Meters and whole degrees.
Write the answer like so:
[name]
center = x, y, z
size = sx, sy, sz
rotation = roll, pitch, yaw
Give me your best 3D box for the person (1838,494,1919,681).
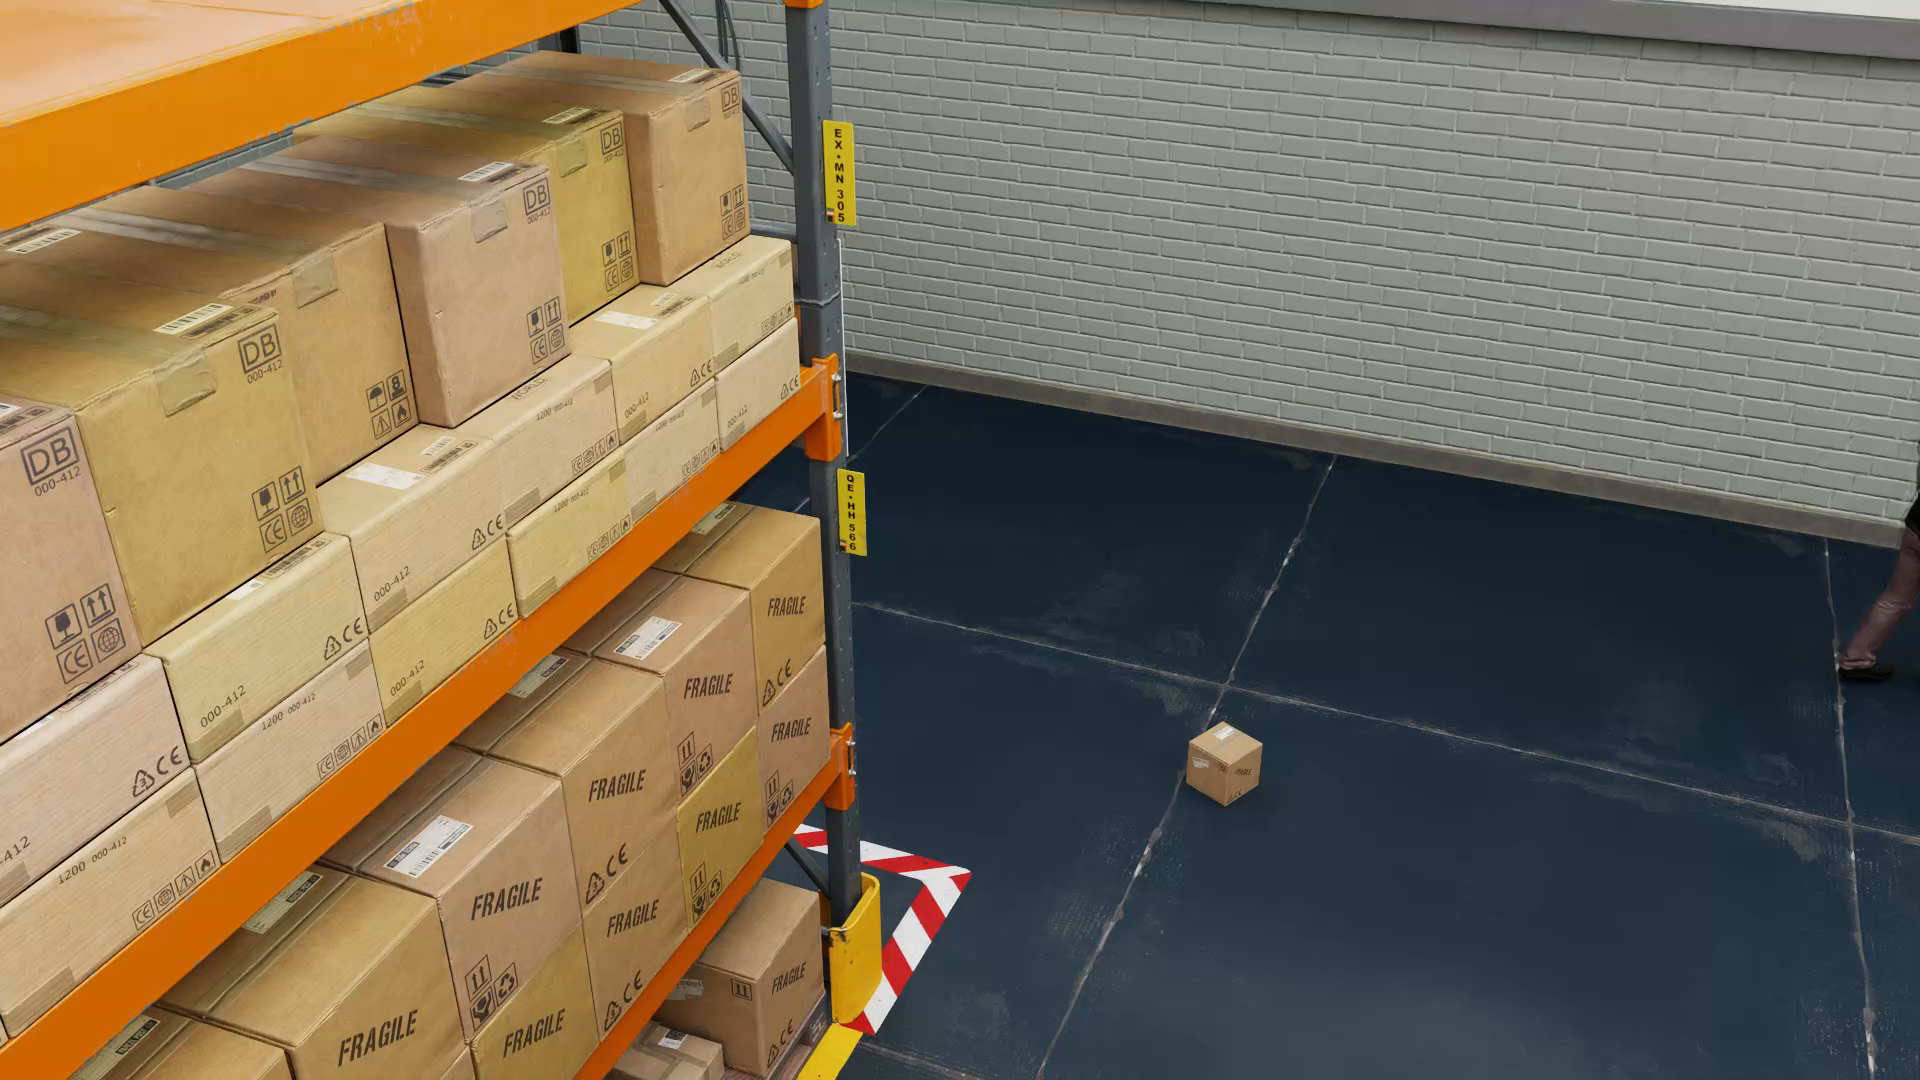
[person]
center = 5.073, 0.004, 8.406
size = 0.863, 1.703, 0.572
rotation = -5, 30, -8
